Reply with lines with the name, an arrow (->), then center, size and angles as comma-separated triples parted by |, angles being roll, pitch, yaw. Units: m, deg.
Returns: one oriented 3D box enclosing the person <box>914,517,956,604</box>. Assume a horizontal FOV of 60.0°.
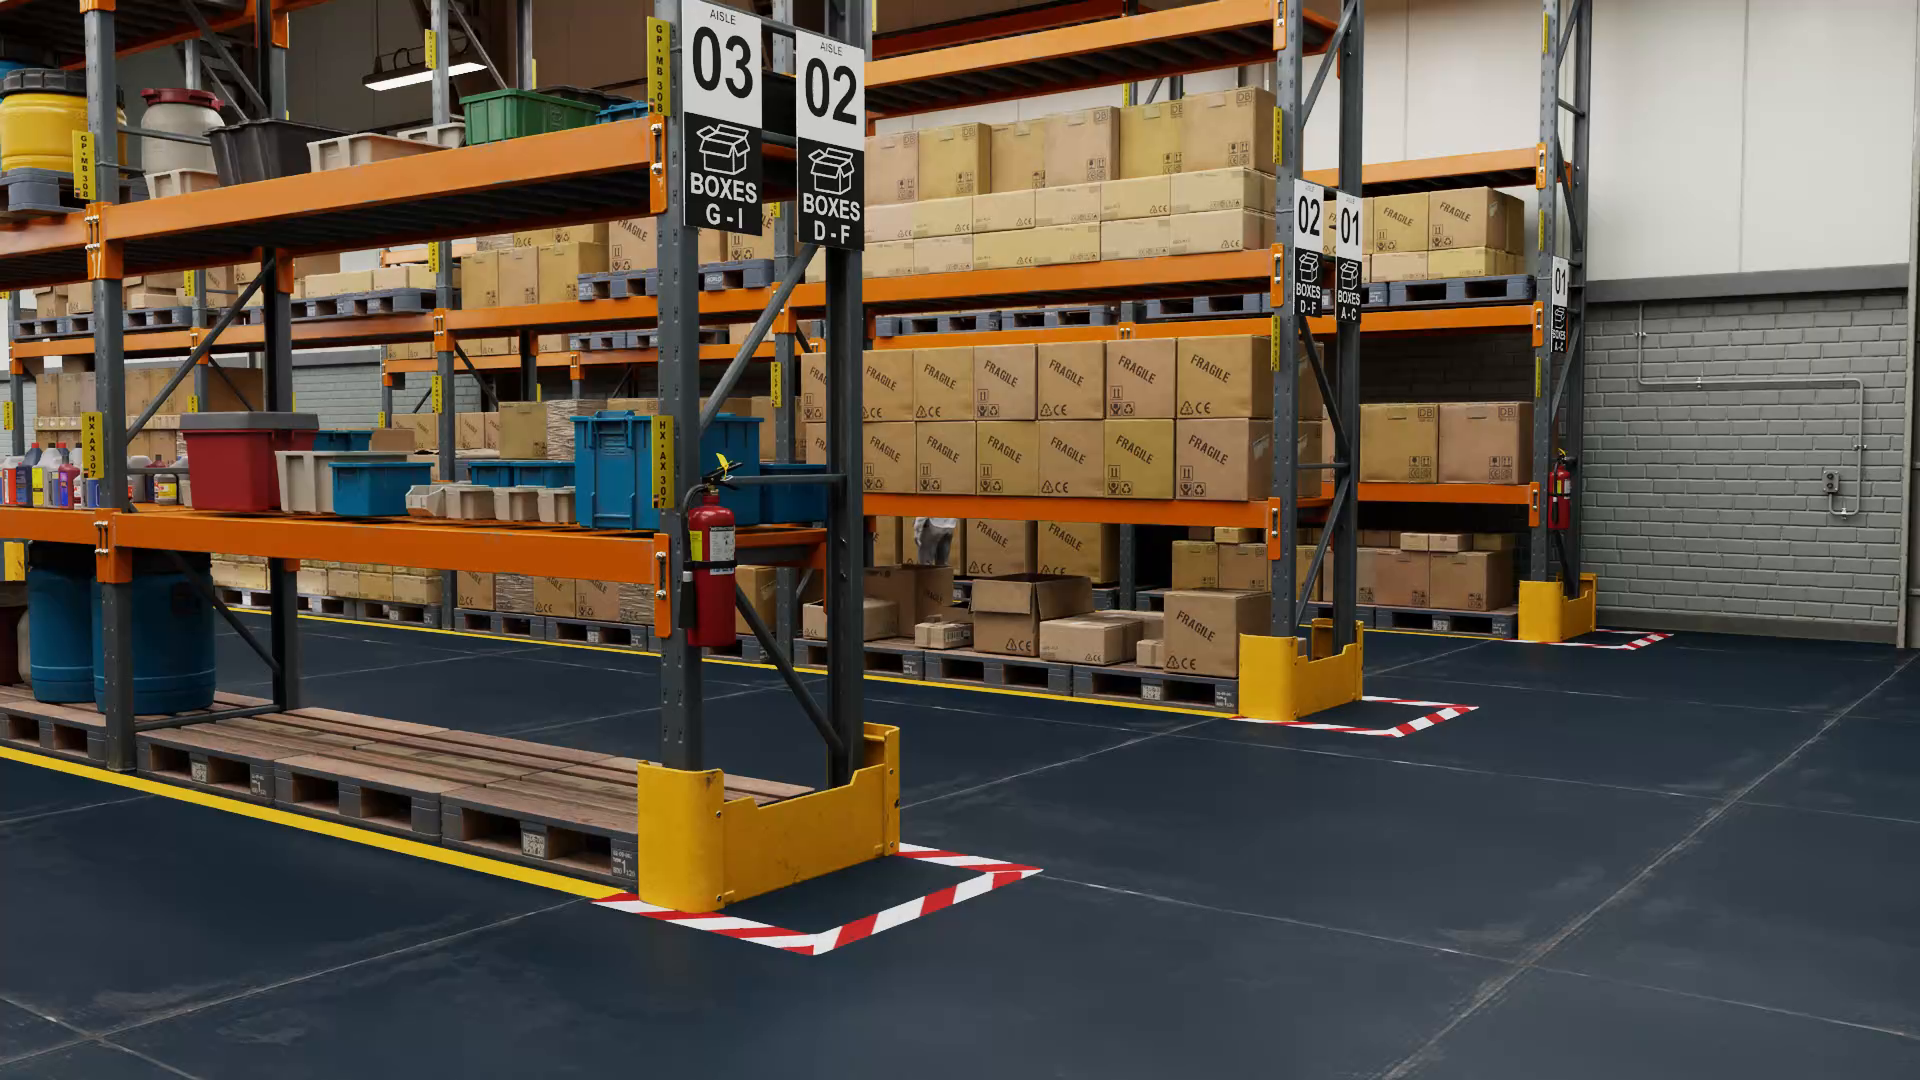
person -> -0.259, -0.092, 15.709 | 0.405, 1.663, 0.540 | 2, 4, 34
